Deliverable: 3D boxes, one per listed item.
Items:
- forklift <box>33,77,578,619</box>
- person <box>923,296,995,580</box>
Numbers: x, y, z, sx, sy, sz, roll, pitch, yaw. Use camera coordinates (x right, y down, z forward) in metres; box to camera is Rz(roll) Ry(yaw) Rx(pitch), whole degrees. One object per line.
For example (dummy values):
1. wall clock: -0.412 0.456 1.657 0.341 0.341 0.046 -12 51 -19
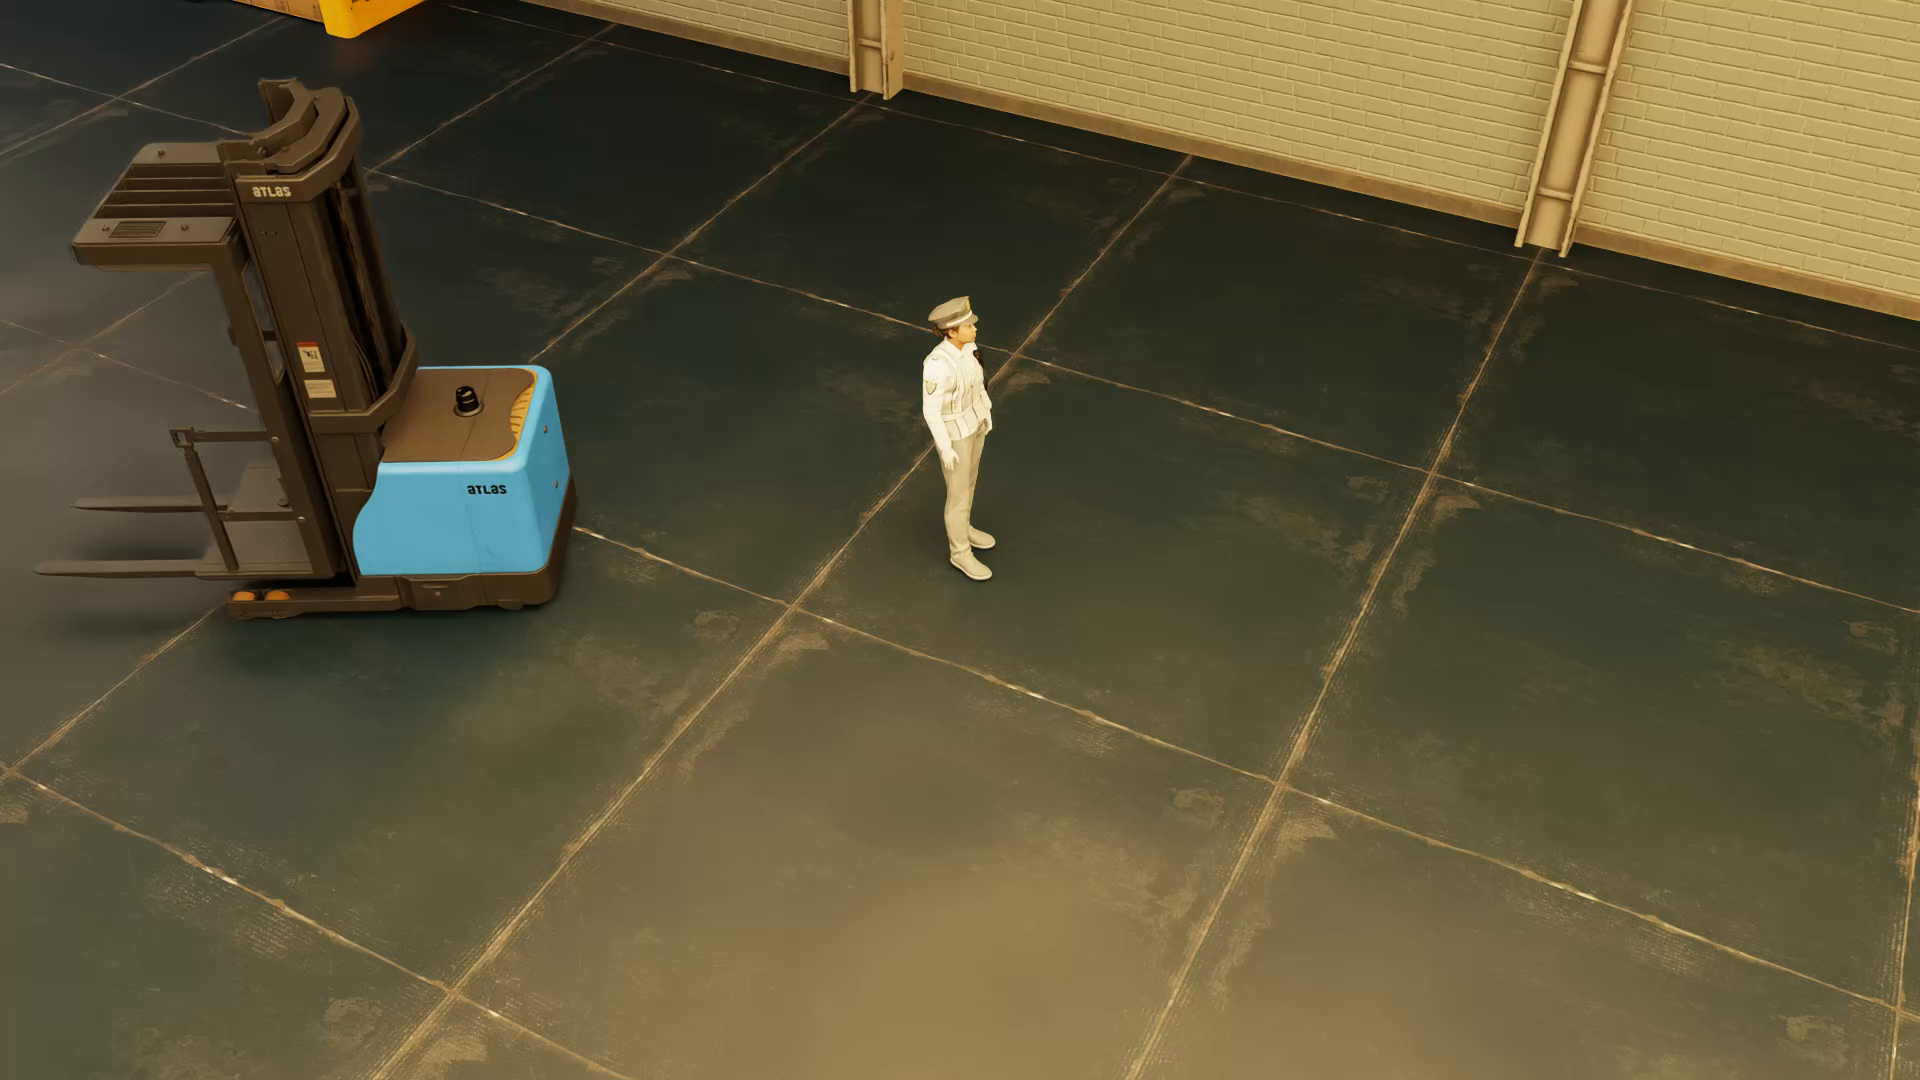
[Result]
1. forklift: -3.902 -1.004 9.179 3.031 2.935 1.130 -1 40 -1
2. person: 0.058 -0.629 9.682 0.530 1.694 0.586 18 43 21
